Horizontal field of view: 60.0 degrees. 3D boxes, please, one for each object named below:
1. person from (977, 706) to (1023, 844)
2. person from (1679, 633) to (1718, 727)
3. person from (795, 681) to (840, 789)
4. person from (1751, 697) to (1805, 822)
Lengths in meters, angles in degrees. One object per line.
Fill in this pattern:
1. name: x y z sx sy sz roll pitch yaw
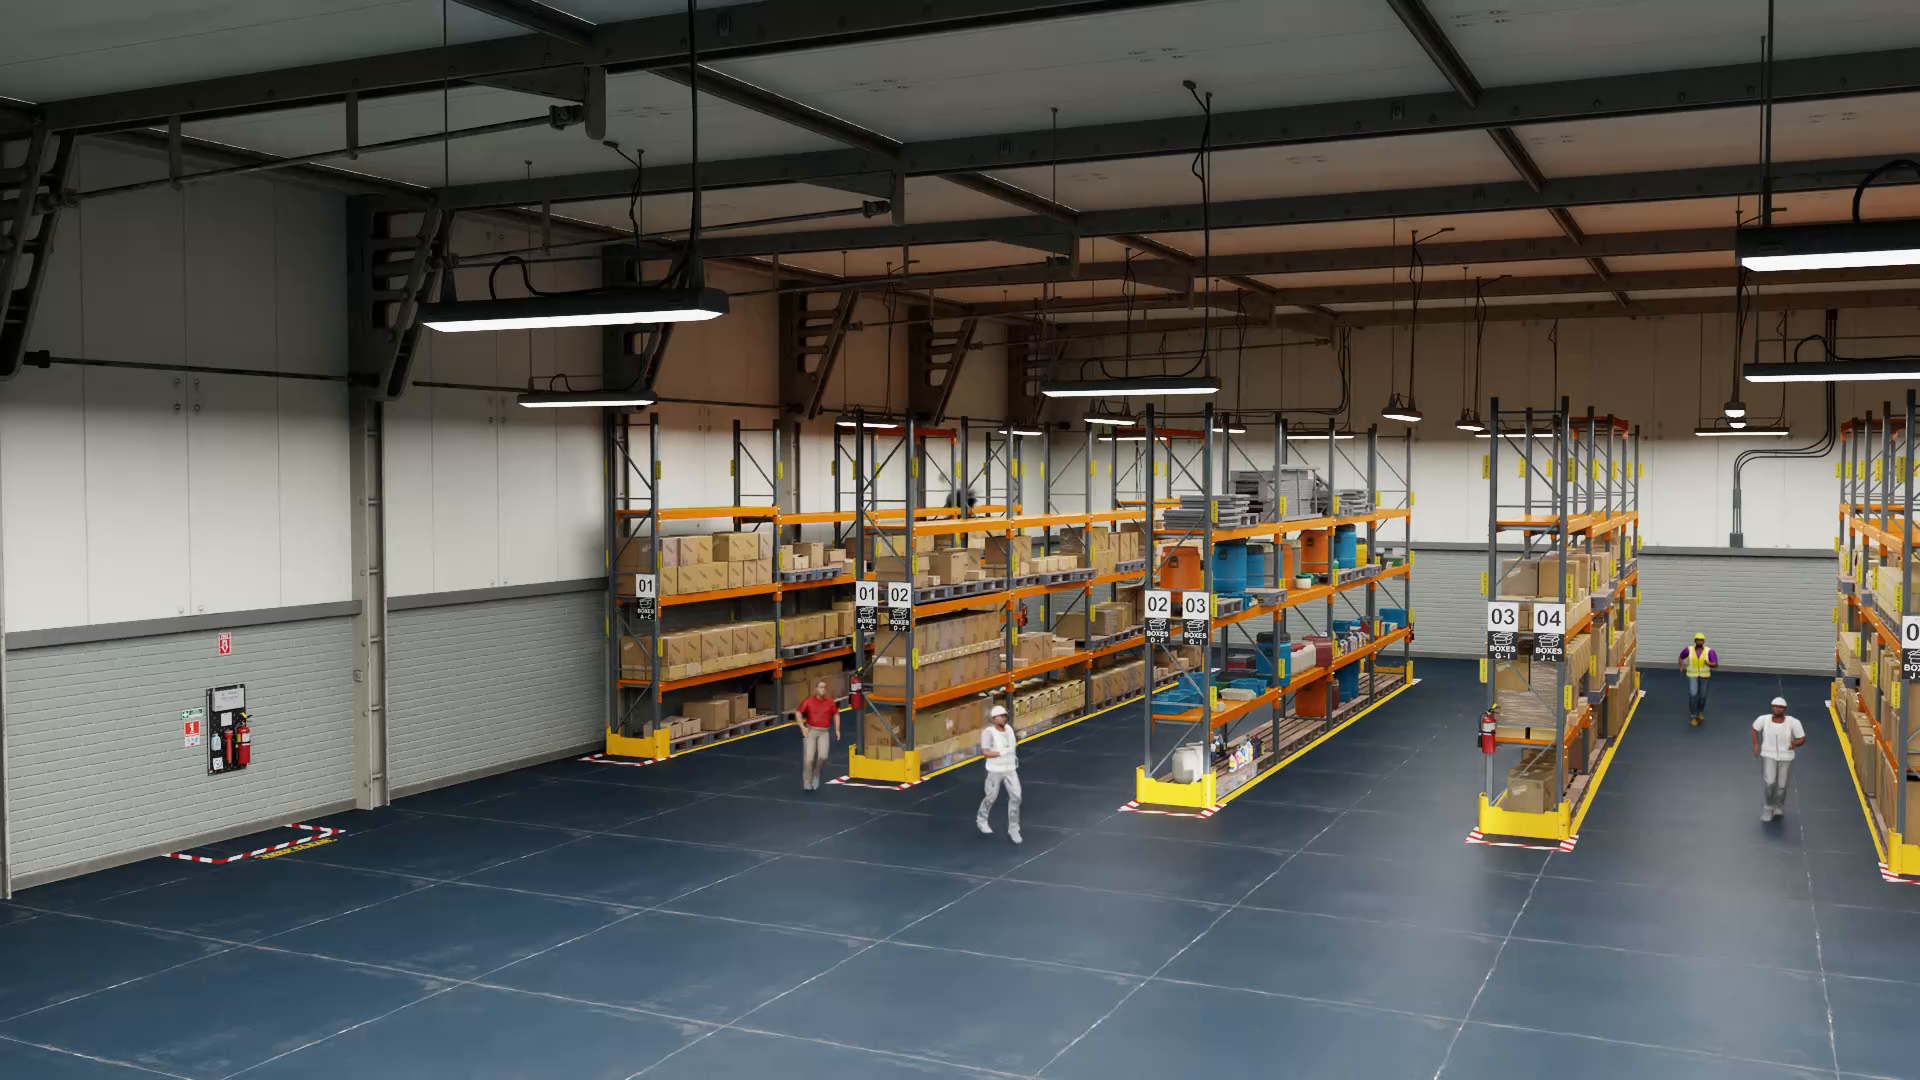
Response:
1. person: 0.548 3.146 22.488 0.664 1.820 0.774 -2 3 -34
2. person: 14.542 2.734 32.756 0.677 1.823 0.807 1 3 18
3. person: -2.227 3.107 26.132 0.716 1.621 0.571 0 2 -12
4. person: 11.663 3.138 23.703 0.683 1.805 0.739 1 3 23
